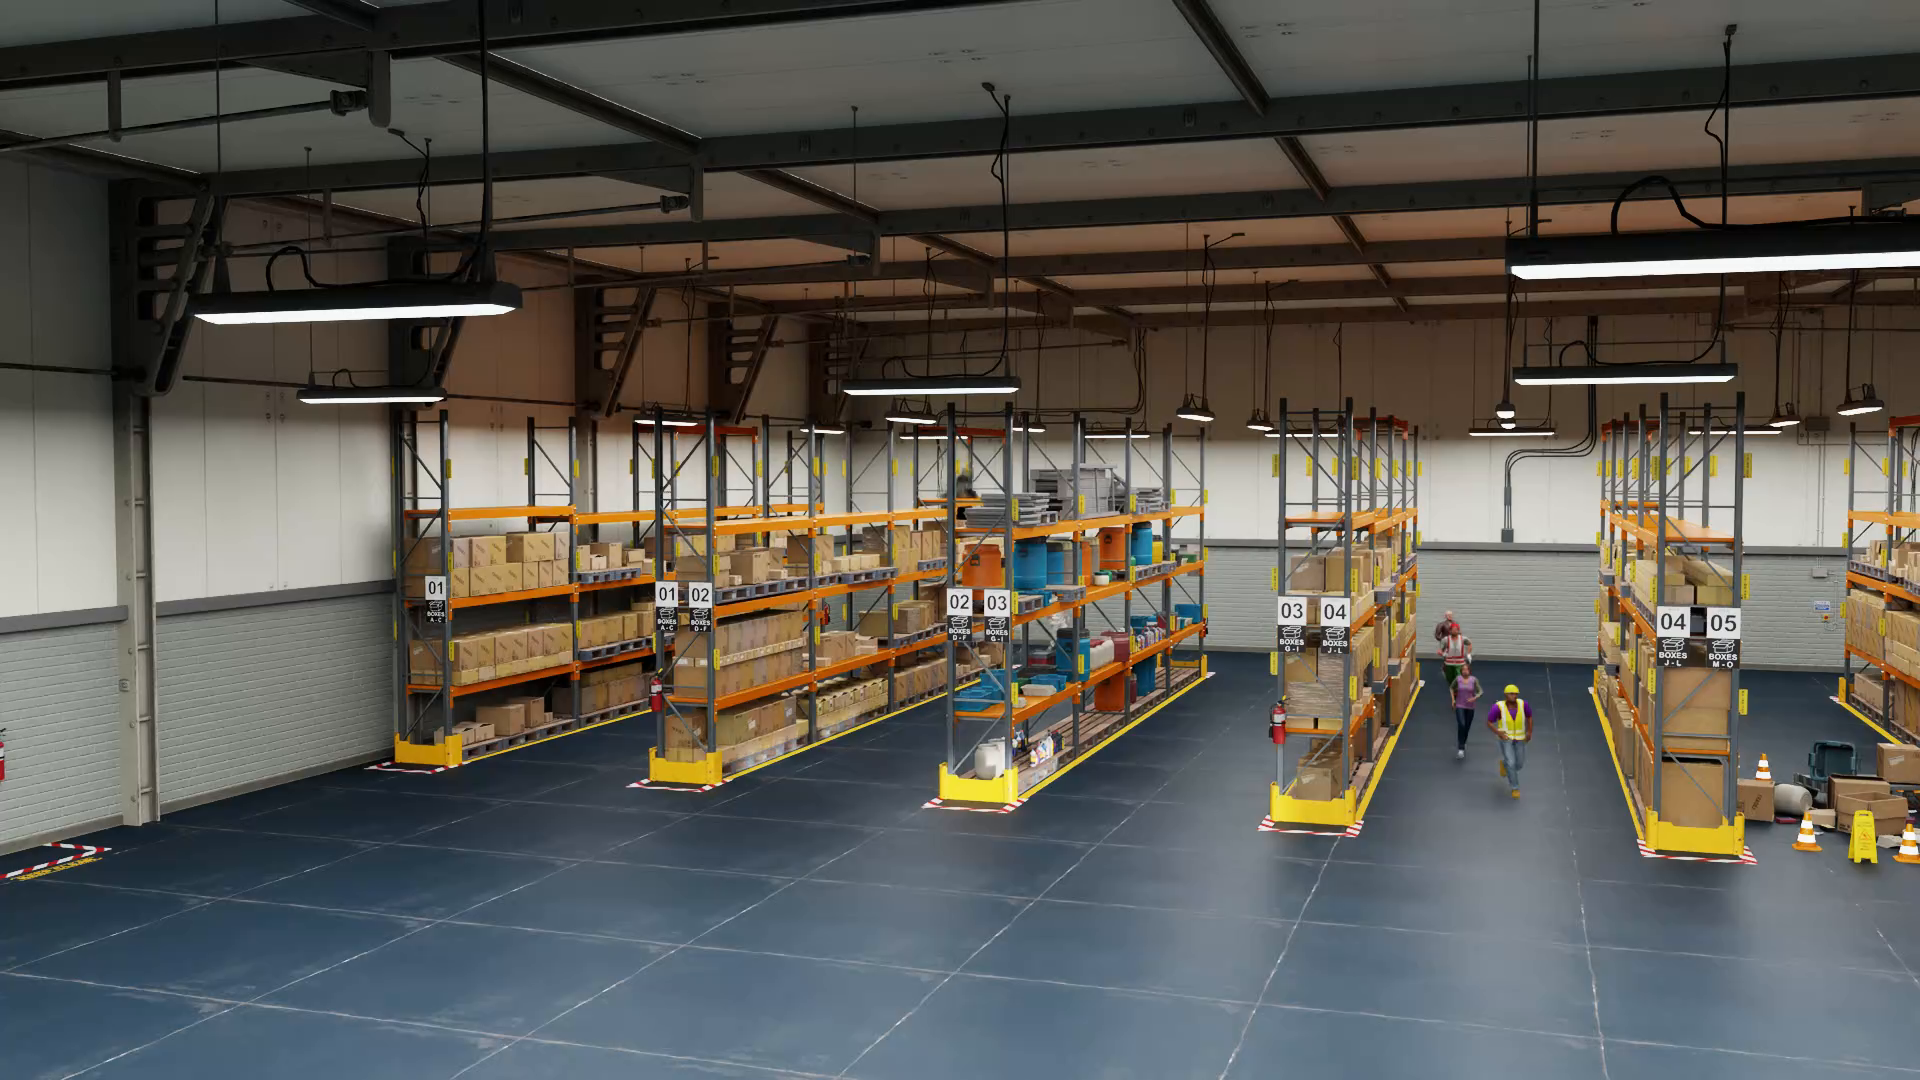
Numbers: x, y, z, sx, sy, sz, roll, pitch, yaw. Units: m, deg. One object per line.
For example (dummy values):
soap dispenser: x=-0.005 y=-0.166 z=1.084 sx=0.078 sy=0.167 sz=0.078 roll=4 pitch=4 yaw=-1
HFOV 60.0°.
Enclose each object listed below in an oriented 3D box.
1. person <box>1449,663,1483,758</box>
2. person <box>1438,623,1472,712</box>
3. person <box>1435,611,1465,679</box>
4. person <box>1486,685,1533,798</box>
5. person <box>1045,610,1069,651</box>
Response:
person: x=8.845 y=2.958 z=29.080 sx=0.548 sy=1.631 sz=0.770 roll=0 pitch=2 yaw=11
person: x=10.320 y=2.637 z=34.688 sx=0.692 sy=1.830 sz=0.937 roll=1 pitch=3 yaw=14
person: x=11.479 y=2.496 z=38.903 sx=0.716 sy=1.701 sz=0.619 roll=-1 pitch=3 yaw=-23
person: x=8.451 y=3.069 z=25.598 sx=0.729 sy=1.722 sz=0.728 roll=0 pitch=2 yaw=-3
person: x=2.413 y=2.093 z=41.488 sx=0.687 sy=1.712 sz=0.670 roll=-1 pitch=3 yaw=-31
